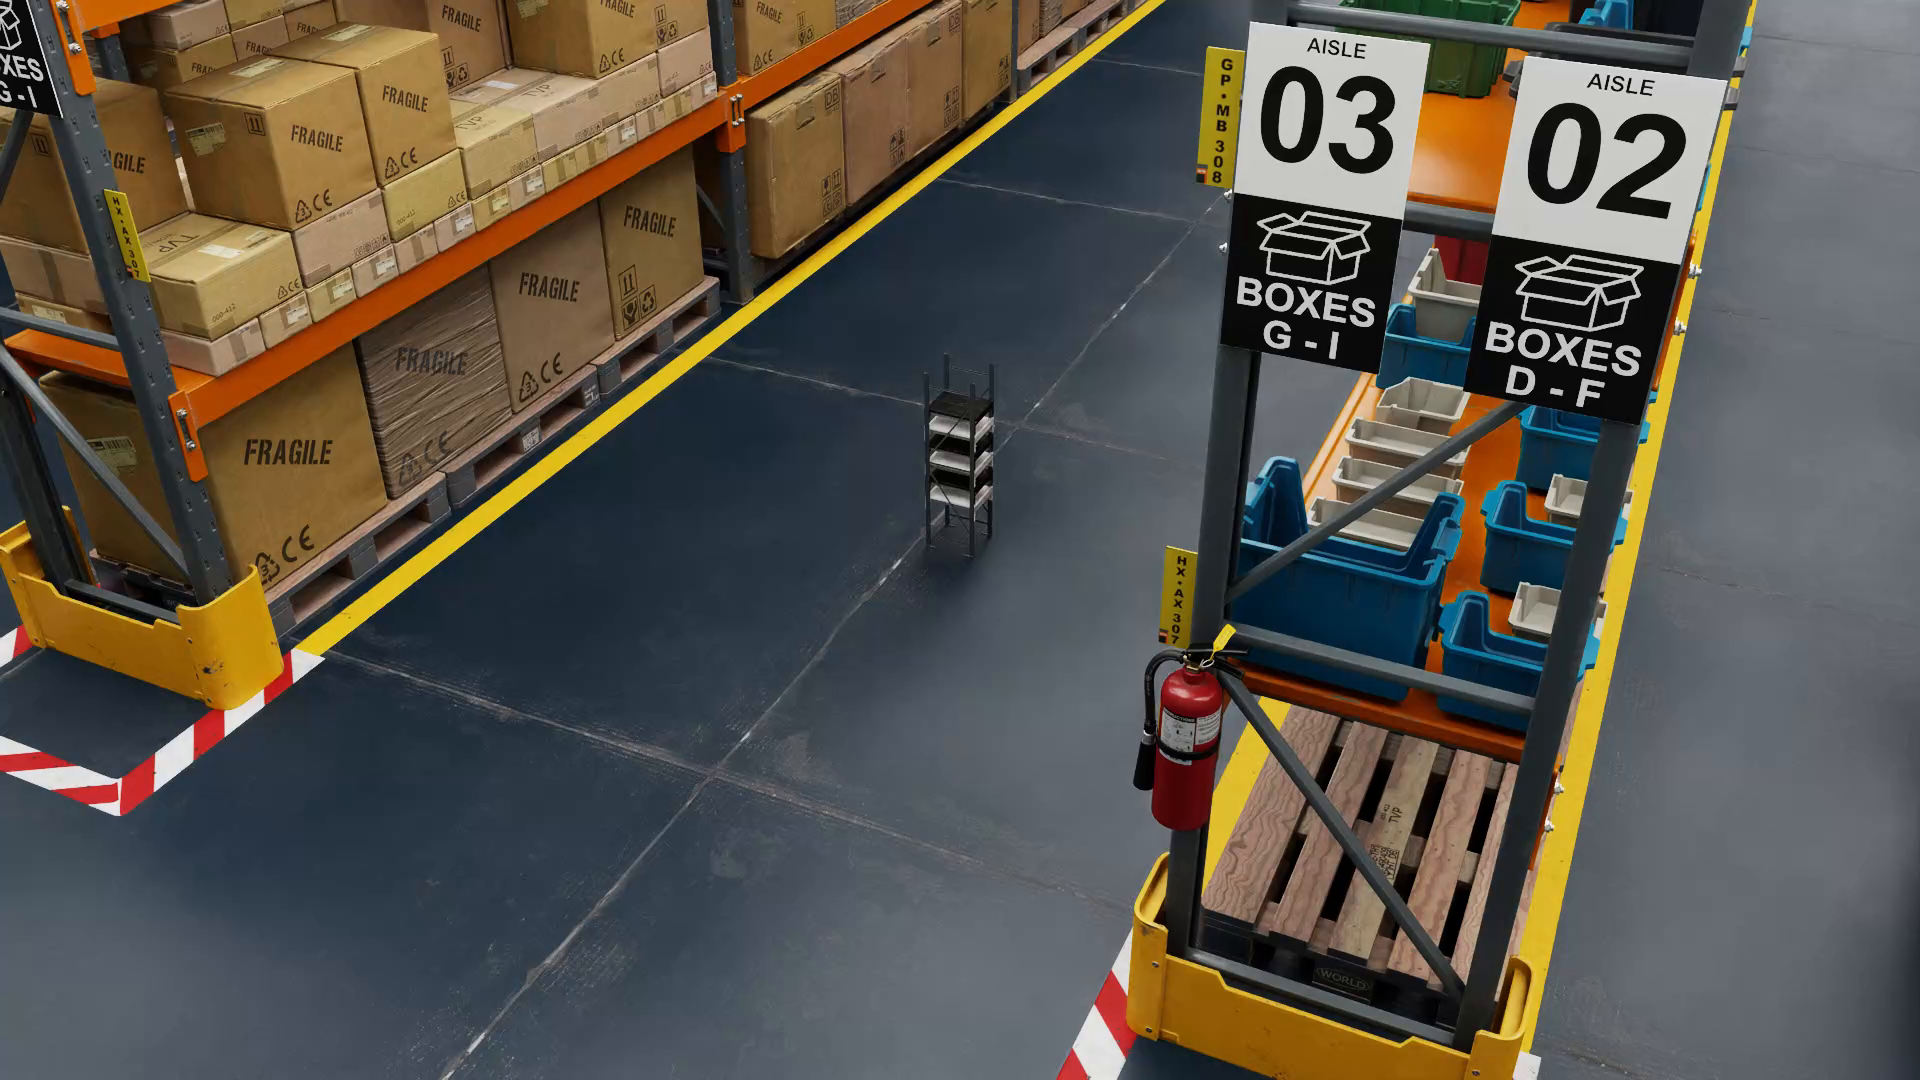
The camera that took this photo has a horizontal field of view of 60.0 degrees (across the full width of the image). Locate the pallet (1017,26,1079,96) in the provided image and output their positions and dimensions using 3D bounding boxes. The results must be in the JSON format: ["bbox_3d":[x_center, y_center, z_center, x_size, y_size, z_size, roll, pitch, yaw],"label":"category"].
[{"bbox_3d":[0.292,-3.993,13.647,1.003,0.211,1.213,14,36,20],"label":"pallet"}]

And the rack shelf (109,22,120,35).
[{"bbox_3d":[-5.335,-4.661,12.780,1.077,0.370,4.000,14,36,20],"label":"rack shelf"}]

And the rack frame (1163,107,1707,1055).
[{"bbox_3d":[1.116,0.350,4.480,1.000,3.000,0.127,14,36,20],"label":"rack frame"}]

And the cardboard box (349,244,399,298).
[{"bbox_3d":[-2.614,-1.168,7.024,0.380,0.149,0.250,14,36,20],"label":"cardboard box"}]

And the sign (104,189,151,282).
[{"bbox_3d":[-2.881,-1.051,5.755,0.100,0.325,0.005,14,36,20],"label":"sign"}]

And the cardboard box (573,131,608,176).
[{"bbox_3d":[-1.970,-1.933,8.192,0.380,0.149,0.250,15,36,21],"label":"cardboard box"}]

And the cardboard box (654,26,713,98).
[{"bbox_3d":[-1.656,-2.560,8.783,0.500,0.250,0.500,14,36,20],"label":"cardboard box"}]

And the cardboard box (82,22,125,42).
[{"bbox_3d":[-6.090,-3.839,12.082,0.500,0.250,0.500,13,36,19],"label":"cardboard box"}]

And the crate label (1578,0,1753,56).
[{"bbox_3d":[1.795,-1.227,4.286,0.408,0.251,0.502,14,36,20],"label":"crate label"}]

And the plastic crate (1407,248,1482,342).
[{"bbox_3d":[1.983,-0.899,6.439,0.437,0.282,0.530,14,36,20],"label":"plastic crate"}]

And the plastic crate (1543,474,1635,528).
[{"bbox_3d":[2.011,-0.090,5.338,0.250,0.136,0.298,14,36,20],"label":"plastic crate"}]

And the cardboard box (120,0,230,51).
[{"bbox_3d":[-5.623,-3.717,11.897,0.500,0.250,0.500,13,35,18],"label":"cardboard box"}]

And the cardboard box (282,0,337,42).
[{"bbox_3d":[-5.195,-3.932,12.907,0.500,0.500,0.500,15,36,21],"label":"cardboard box"}]

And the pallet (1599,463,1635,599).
[{"bbox_3d":[2.517,-0.100,7.711,1.003,0.211,1.213,14,36,20],"label":"pallet"}]

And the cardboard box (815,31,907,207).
[{"bbox_3d":[-1.087,-2.834,10.891,1.225,0.875,0.875,13,35,19],"label":"cardboard box"}]

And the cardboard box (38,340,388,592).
[{"bbox_3d":[-3.188,-0.410,7.194,0.875,0.875,0.875,14,36,20],"label":"cardboard box"}]

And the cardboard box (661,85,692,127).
[{"bbox_3d":[-1.647,-2.317,8.778,0.380,0.149,0.250,15,36,21],"label":"cardboard box"}]

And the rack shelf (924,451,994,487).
[{"bbox_3d":[-0.003,-0.344,7.515,0.258,0.077,0.200,14,36,20],"label":"rack shelf"}]

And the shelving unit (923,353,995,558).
[{"bbox_3d":[-0.003,-0.372,7.497,0.258,0.900,0.210,14,36,20],"label":"shelving unit"}]

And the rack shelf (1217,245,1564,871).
[{"bbox_3d":[1.952,-0.345,6.196,1.077,0.370,4.000,14,36,20],"label":"rack shelf"}]

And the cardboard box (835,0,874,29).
[{"bbox_3d":[-0.871,-3.491,10.248,0.500,0.500,0.500,13,36,19],"label":"cardboard box"}]

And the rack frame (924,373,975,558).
[{"bbox_3d":[-0.046,-0.322,7.420,0.240,0.900,0.006,14,36,20],"label":"rack frame"}]

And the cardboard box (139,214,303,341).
[{"bbox_3d":[-2.937,-1.025,6.443,0.500,0.250,0.500,13,36,19],"label":"cardboard box"}]

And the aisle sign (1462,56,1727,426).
[{"bbox_3d":[1.355,-0.633,3.609,0.394,0.787,0.004,14,36,20],"label":"aisle sign"}]

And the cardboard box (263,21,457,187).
[{"bbox_3d":[-2.516,-1.847,7.012,0.500,0.500,0.500,13,35,19],"label":"cardboard box"}]

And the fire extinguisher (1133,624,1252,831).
[{"bbox_3d":[0.640,0.510,4.648,0.296,0.674,0.183,14,36,20],"label":"fire extinguisher"}]

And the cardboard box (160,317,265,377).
[{"bbox_3d":[-2.935,-0.782,6.436,0.380,0.149,0.250,15,36,21],"label":"cardboard box"}]

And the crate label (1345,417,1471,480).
[{"bbox_3d":[1.521,-0.297,5.654,0.396,0.136,0.243,14,36,20],"label":"crate label"}]

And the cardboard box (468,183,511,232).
[{"bbox_3d":[-2.292,-1.548,7.605,0.380,0.149,0.250,13,36,19],"label":"cardboard box"}]

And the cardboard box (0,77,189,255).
[{"bbox_3d":[-3.418,-1.464,6.429,0.500,0.500,0.500,15,36,21],"label":"cardboard box"}]

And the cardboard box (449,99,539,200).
[{"bbox_3d":[-2.298,-1.796,7.618,0.500,0.250,0.500,13,36,20],"label":"cardboard box"}]

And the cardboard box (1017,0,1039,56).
[{"bbox_3d":[0.226,-4.247,13.370,0.700,0.500,0.500,12,35,18],"label":"cardboard box"}]

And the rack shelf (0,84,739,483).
[{"bbox_3d":[-2.546,-1.481,7.929,1.077,0.370,4.000,14,36,20],"label":"rack shelf"}]

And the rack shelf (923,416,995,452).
[{"bbox_3d":[-0.003,-0.495,7.417,0.258,0.077,0.200,14,36,20],"label":"rack shelf"}]

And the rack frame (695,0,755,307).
[{"bbox_3d":[-1.709,-2.778,9.251,1.000,3.000,0.127,14,36,20],"label":"rack frame"}]

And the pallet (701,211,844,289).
[{"bbox_3d":[-1.455,-2.013,10.628,1.003,0.211,1.213,14,36,20],"label":"pallet"}]

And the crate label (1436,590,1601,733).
[{"bbox_3d":[1.518,0.348,4.582,0.416,0.233,0.303,14,36,20],"label":"crate label"}]

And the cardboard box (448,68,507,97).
[{"bbox_3d":[-2.568,-2.160,8.174,0.500,0.250,0.500,15,36,22],"label":"cardboard box"}]

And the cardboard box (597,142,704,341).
[{"bbox_3d":[-2.058,-1.755,9.245,0.875,0.875,0.875,14,36,20],"label":"cardboard box"}]

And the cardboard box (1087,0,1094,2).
[{"bbox_3d":[0.911,-5.088,14.653,0.700,0.500,0.500,11,35,16],"label":"cardboard box"}]

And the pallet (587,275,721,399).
[{"bbox_3d":[-2.099,-1.251,9.466,1.003,0.211,1.213,14,36,20],"label":"pallet"}]
